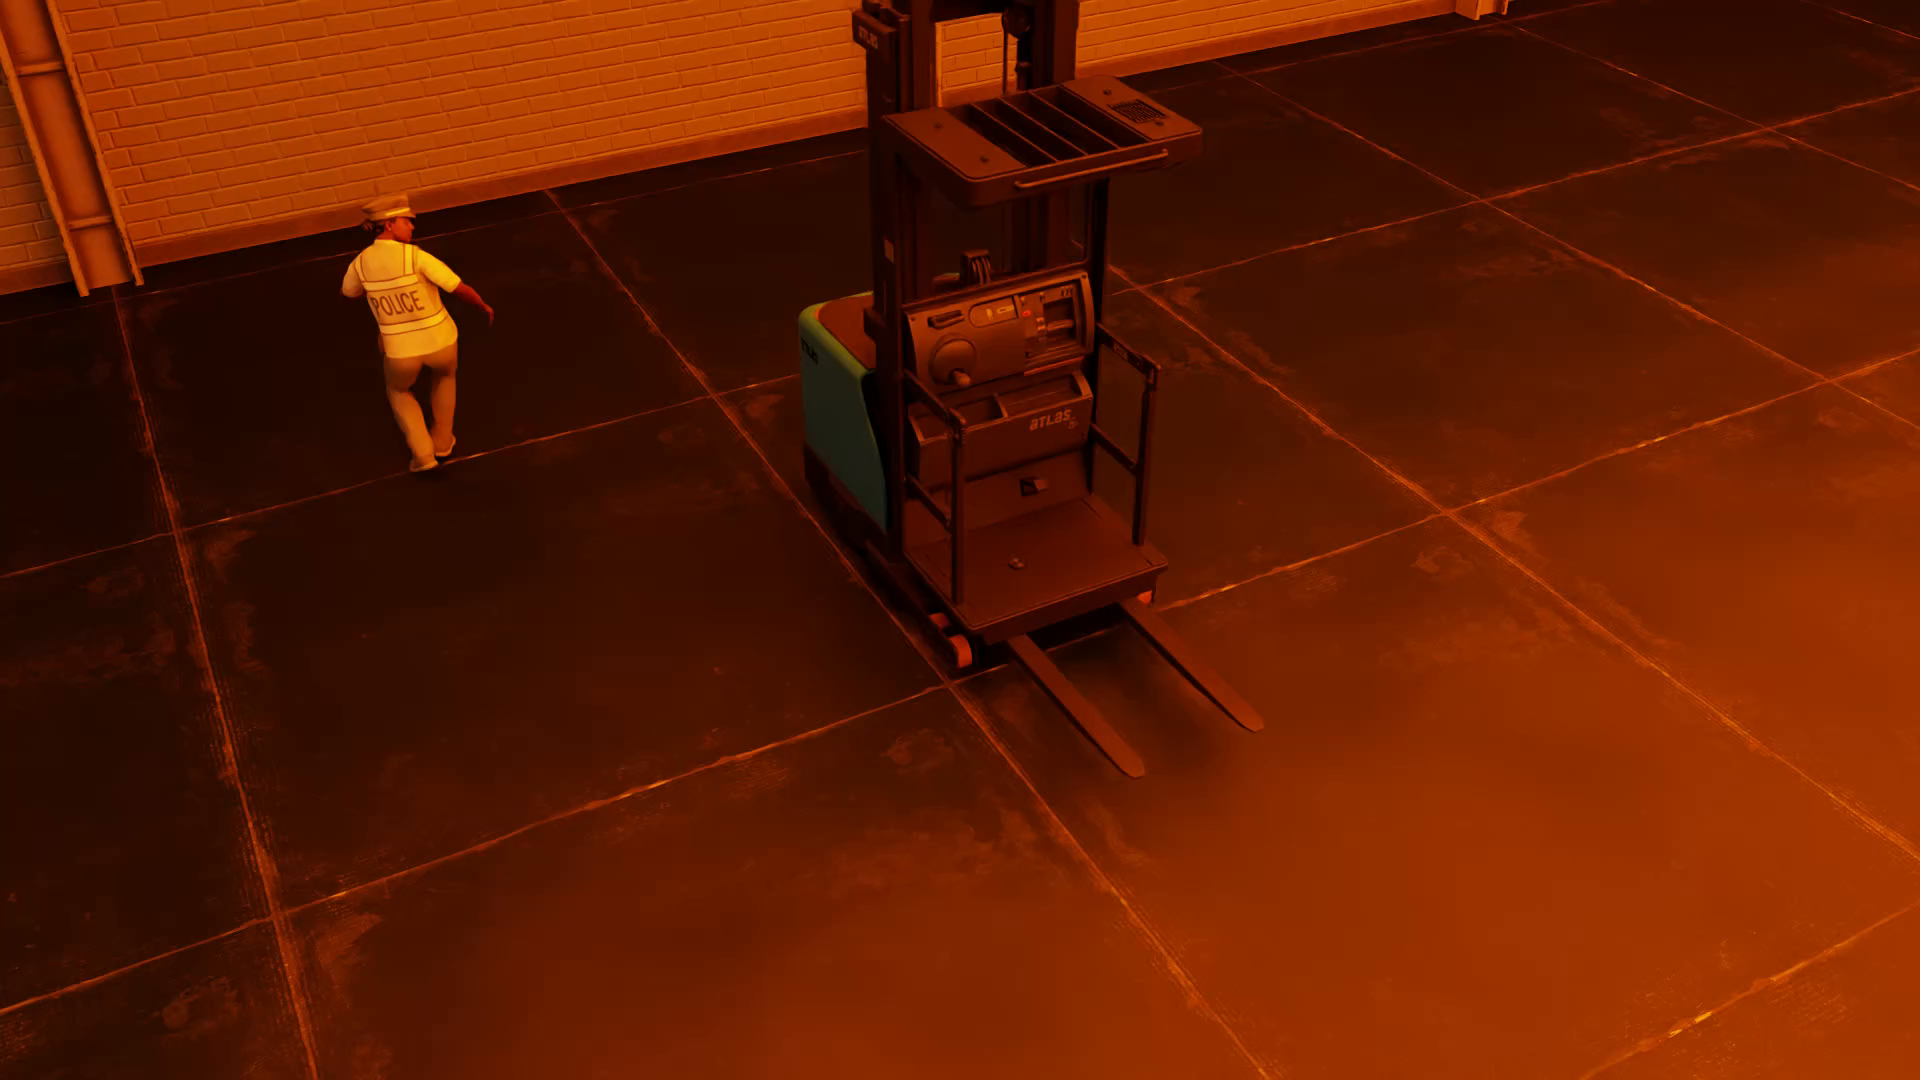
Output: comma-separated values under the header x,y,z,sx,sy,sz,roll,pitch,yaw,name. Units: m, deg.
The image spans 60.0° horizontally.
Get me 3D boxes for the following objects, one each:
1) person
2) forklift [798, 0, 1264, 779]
x,y,z,sx,sy,sz,roll,pitch,yaw,name
-2.884,-1.137,8.917,0.760,1.567,0.739,-8,36,-11,person
0.297,-0.888,7.379,1.130,2.935,3.031,-17,39,-23,forklift
